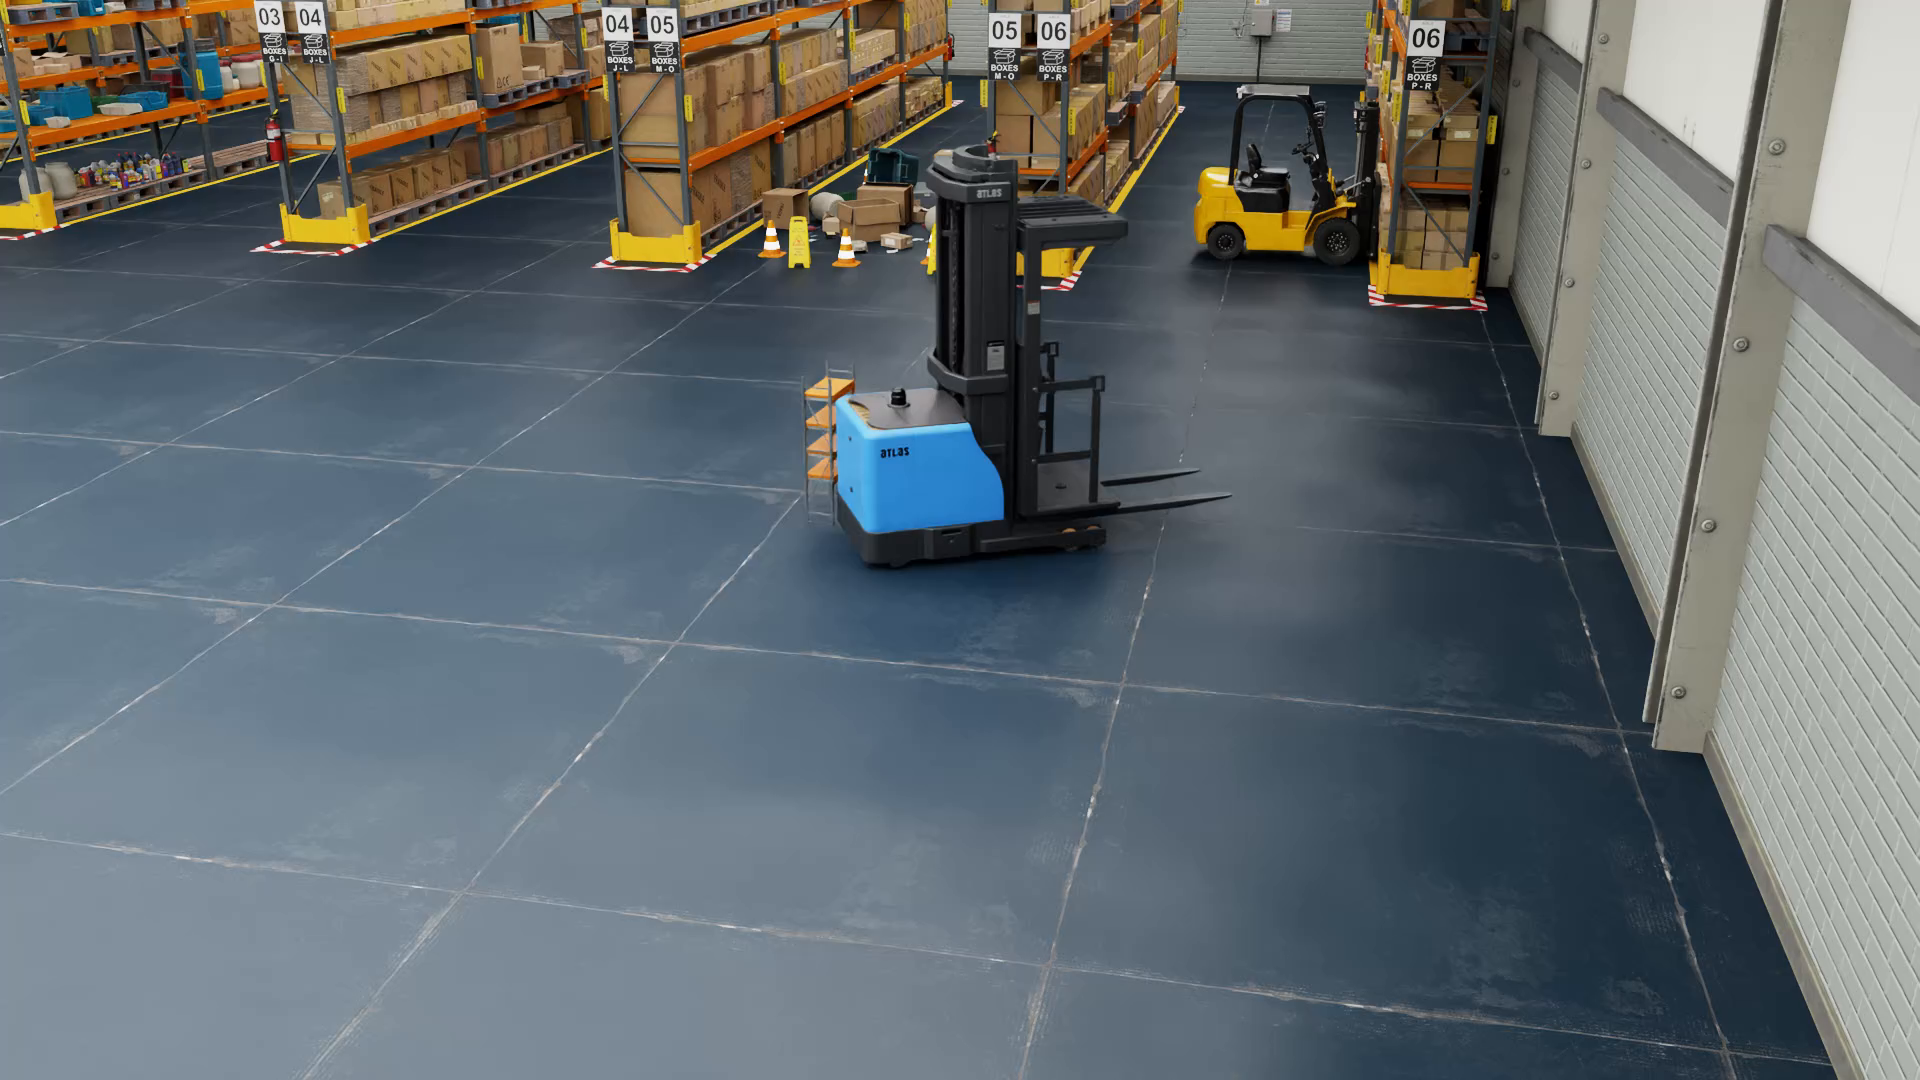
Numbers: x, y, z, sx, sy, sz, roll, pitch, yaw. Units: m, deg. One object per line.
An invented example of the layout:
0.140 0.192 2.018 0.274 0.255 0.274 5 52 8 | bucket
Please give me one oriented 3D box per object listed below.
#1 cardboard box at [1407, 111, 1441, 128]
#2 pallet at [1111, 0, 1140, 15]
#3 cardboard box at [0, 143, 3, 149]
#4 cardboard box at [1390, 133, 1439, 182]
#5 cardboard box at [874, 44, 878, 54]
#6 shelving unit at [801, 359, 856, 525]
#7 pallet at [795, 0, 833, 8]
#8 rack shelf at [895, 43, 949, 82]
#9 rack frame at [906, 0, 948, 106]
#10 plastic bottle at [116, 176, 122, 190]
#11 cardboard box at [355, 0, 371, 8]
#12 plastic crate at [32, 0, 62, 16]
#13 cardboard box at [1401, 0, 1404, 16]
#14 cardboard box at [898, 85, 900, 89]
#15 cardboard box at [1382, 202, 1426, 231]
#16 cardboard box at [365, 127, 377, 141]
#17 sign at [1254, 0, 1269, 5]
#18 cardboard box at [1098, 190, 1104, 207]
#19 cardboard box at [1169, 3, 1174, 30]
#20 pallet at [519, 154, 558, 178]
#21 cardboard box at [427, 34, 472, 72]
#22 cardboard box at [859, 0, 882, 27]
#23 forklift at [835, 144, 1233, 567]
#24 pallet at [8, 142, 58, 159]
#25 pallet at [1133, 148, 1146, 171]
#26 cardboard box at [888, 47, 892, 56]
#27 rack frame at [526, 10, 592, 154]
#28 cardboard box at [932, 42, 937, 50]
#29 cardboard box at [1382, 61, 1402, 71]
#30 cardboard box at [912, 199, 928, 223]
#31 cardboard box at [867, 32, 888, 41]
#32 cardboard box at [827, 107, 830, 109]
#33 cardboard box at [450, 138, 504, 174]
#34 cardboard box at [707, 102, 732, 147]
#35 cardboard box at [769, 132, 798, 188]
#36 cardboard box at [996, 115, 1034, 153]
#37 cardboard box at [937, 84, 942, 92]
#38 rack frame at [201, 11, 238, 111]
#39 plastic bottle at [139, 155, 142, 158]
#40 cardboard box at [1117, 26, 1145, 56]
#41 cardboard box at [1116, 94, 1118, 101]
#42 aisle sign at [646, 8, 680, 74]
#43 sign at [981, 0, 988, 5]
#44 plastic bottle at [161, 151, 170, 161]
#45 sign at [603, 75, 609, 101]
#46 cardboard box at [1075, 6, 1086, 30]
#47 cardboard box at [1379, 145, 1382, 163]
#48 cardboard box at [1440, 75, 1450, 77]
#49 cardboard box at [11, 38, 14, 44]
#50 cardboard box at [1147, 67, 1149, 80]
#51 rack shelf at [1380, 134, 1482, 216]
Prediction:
5.568 -5.057 19.994 0.380 0.149 0.250 5 22 11 | cardboard box
2.097 -8.166 25.351 1.213 0.211 1.003 4 22 11 | pallet
-17.310 -7.011 29.366 0.500 0.250 0.500 5 22 12 | cardboard box
5.545 -4.671 20.302 0.500 0.500 0.500 4 22 10 | cardboard box
-1.730 -9.104 30.819 0.380 0.149 0.250 5 22 11 | cardboard box
-1.028 -0.774 13.167 0.258 1.200 0.503 7 23 17 | shelving unit
-2.697 -8.723 26.735 1.003 0.211 1.213 6 23 13 | pallet
-1.168 -9.928 34.453 1.077 0.370 4.000 4 22 11 | rack shelf
-0.760 -10.994 36.135 1.000 3.000 0.127 4 22 11 | rack frame
-13.013 -5.518 25.696 0.097 0.201 0.097 0 22 0 | plastic bottle
-8.374 -7.430 22.940 0.380 0.149 0.250 5 23 13 | cardboard box
-13.614 -8.039 24.805 0.392 0.384 0.575 4 22 11 | plastic crate
5.918 -6.938 21.534 0.396 0.266 0.258 4 22 10 | cardboard box
-1.407 -9.394 34.621 0.380 0.149 0.250 5 22 11 | cardboard box
5.490 -4.000 20.550 0.500 0.250 0.500 5 23 13 | cardboard box
-8.433 -5.707 23.345 0.380 0.149 0.250 4 22 11 | cardboard box
7.249 -12.967 39.929 0.339 0.242 0.001 4 22 11 | sign
1.800 -4.947 24.241 0.500 0.250 0.500 5 23 13 | cardboard box
4.059 -10.595 33.673 0.500 0.500 0.500 4 22 11 | cardboard box
-7.640 -6.459 28.608 1.003 0.211 1.213 4 22 11 | pallet
-7.866 -7.483 25.547 0.500 0.500 0.500 4 22 11 | cardboard box
-1.745 -10.371 32.720 0.500 0.500 0.500 4 22 9 | cardboard box
0.611 -1.459 12.554 3.031 2.935 1.130 -7 23 -16 | forklift
-17.382 -7.203 30.456 1.003 0.211 1.213 4 22 11 | pallet
2.709 -6.716 29.248 1.003 0.211 1.213 4 22 11 | pallet
-1.516 -9.354 31.837 0.380 0.149 0.250 5 22 11 | cardboard box
-7.228 -8.483 29.901 1.000 3.000 0.127 4 22 11 | rack frame
-0.703 -10.460 35.147 0.380 0.149 0.250 5 22 12 | cardboard box
6.981 -7.604 26.716 0.380 0.149 0.250 5 22 12 | cardboard box
-0.610 -4.862 24.570 0.258 0.266 0.396 -11 25 -26 | cardboard box
-1.576 -9.531 31.480 0.380 0.149 0.250 4 22 9 | cardboard box
-2.510 -7.721 29.790 0.500 0.250 0.500 4 22 10 | cardboard box
-7.897 -6.287 27.207 0.700 0.500 0.500 3 22 7 | cardboard box
-3.666 -5.749 22.912 0.875 0.550 0.550 4 22 11 | cardboard box
-3.170 -5.990 26.161 1.050 0.750 0.750 4 22 11 | cardboard box
0.682 -5.205 21.231 0.500 0.500 0.500 4 22 10 | cardboard box
-0.589 -9.789 36.000 0.380 0.149 0.250 4 22 9 | cardboard box
-16.109 -10.702 35.412 1.000 3.000 0.127 4 22 11 | rack frame
-13.426 -6.135 27.128 0.152 0.276 0.135 5 23 13 | plastic bottle
2.906 -8.581 28.674 0.500 0.500 0.500 5 22 11 | cardboard box
2.216 -6.812 25.526 0.380 0.149 0.250 5 22 12 | cardboard box
-3.746 -6.299 20.999 0.394 0.787 0.004 4 22 11 | aisle sign
0.302 -6.653 20.158 0.100 0.325 0.005 4 22 11 | sign
-12.883 -6.126 27.007 0.144 0.351 0.185 4 22 11 | plastic bottle
-4.553 -5.835 21.461 0.100 0.325 0.005 4 22 11 | sign
1.317 -6.608 21.034 0.500 0.250 0.500 4 22 10 | cardboard box
6.930 -5.731 25.684 0.875 0.625 0.625 4 22 9 | cardboard box
7.156 -6.901 24.971 0.380 0.149 0.250 5 22 11 | cardboard box
-20.751 -10.826 36.029 0.380 0.149 0.250 5 22 11 | cardboard box
3.118 -8.379 29.844 0.500 0.250 0.500 4 22 11 | cardboard box
6.110 -4.822 21.775 1.077 0.370 4.000 4 22 11 | rack shelf
